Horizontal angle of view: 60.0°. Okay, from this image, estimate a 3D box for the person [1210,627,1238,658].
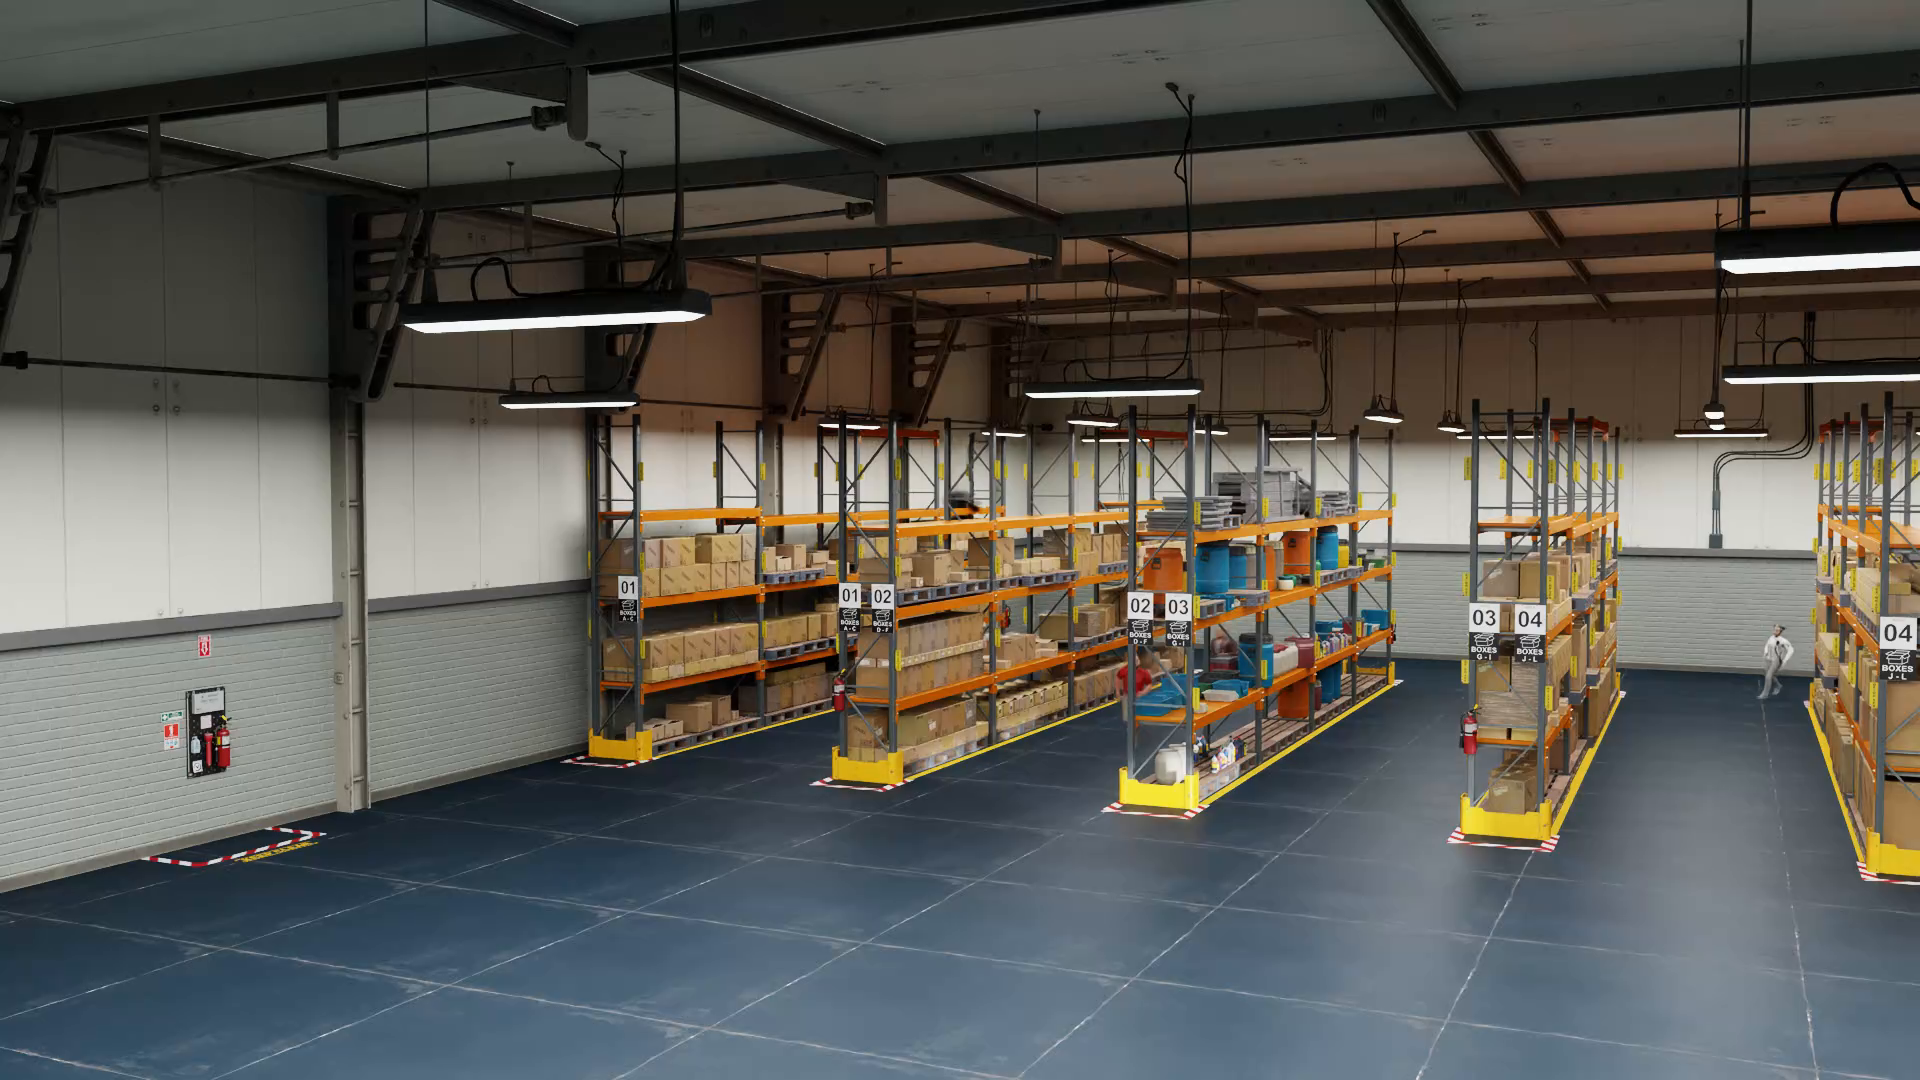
[{"bbox_3d":[5.450,2.691,34.499,0.686,1.803,0.988,1,3,28],"label":"person"}]

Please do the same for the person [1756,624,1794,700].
[{"bbox_3d":[17.938,2.668,36.487,0.814,1.664,0.674,-1,3,-22],"label":"person"}]

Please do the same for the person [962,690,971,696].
[{"bbox_3d":[0.149,2.712,34.869,0.670,1.752,0.611,1,3,21],"label":"person"}]

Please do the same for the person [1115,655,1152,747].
[{"bbox_3d":[3.166,2.935,30.375,0.702,1.686,0.705,1,2,15],"label":"person"}]
